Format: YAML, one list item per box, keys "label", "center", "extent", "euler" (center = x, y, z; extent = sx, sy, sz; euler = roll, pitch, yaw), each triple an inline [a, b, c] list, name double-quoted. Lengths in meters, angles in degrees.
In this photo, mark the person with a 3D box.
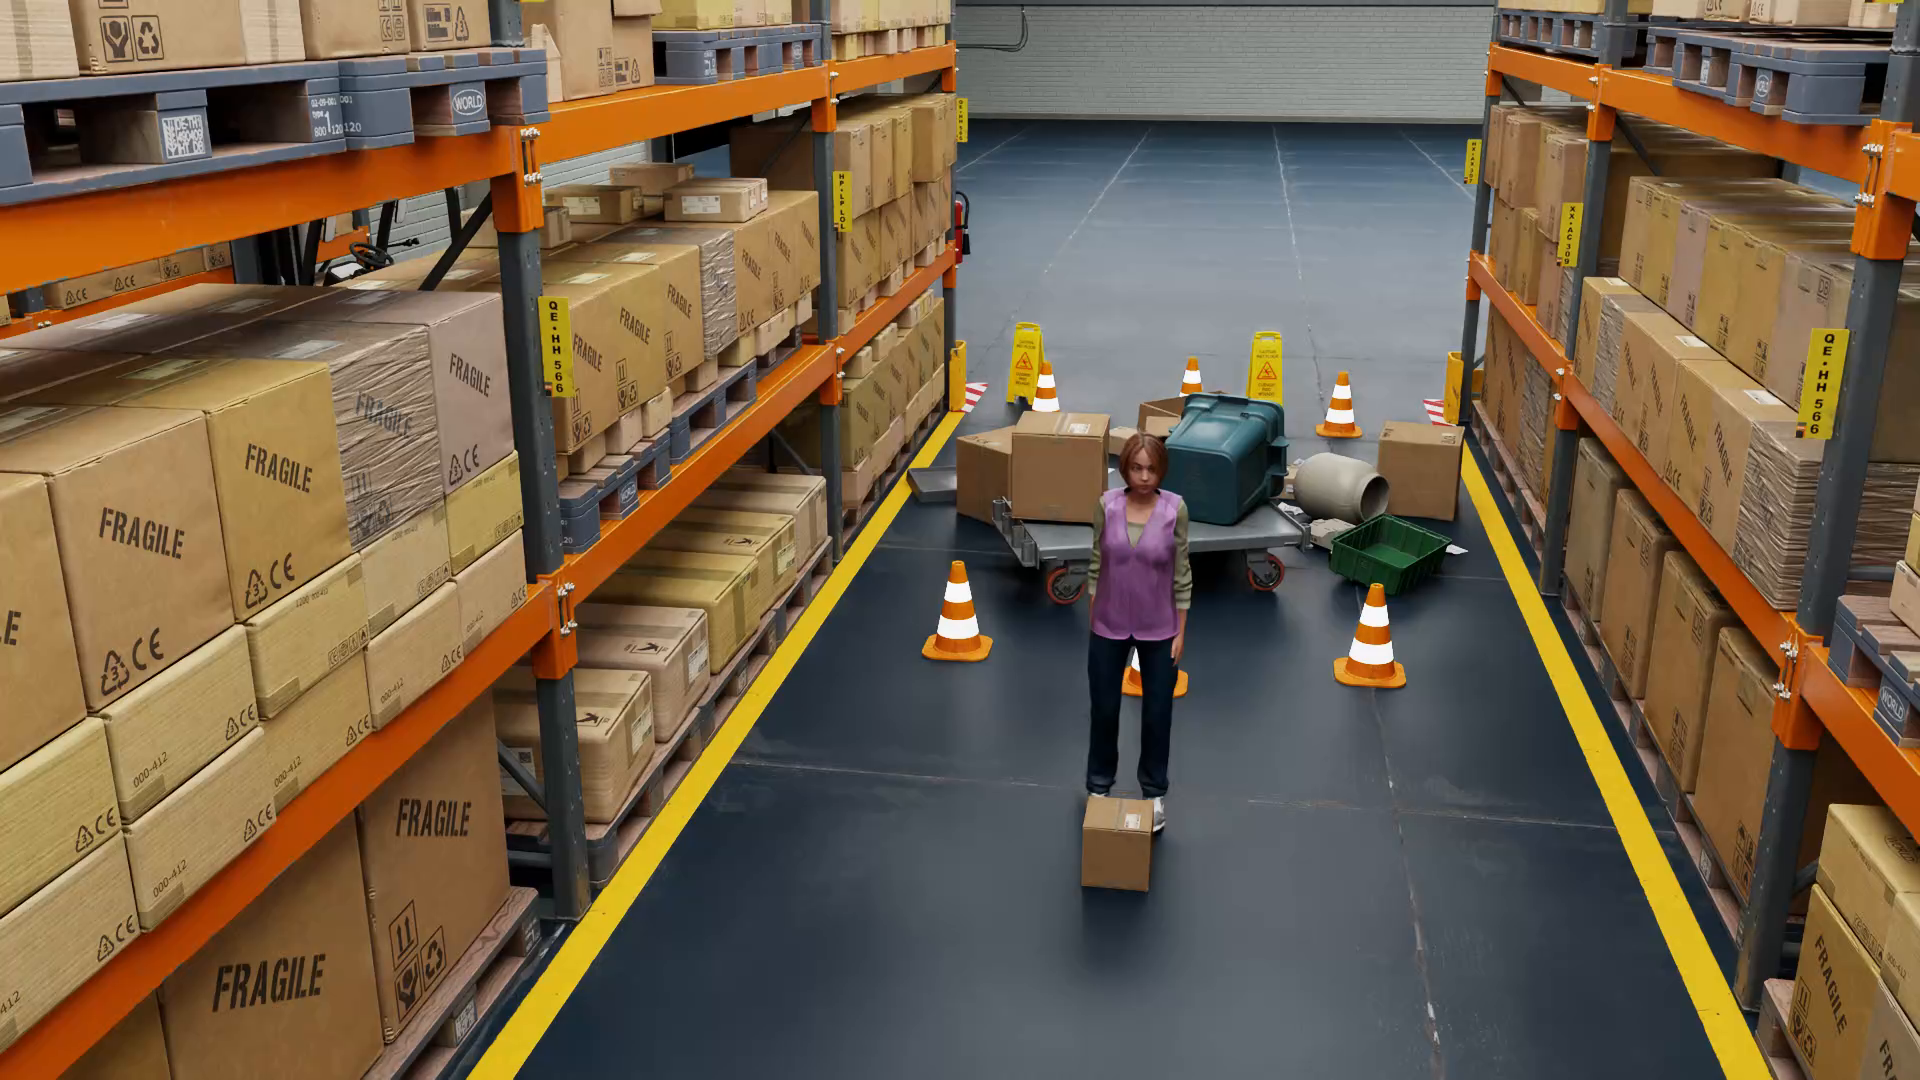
- label: "person"
  center: [0.695, 0.369, 6.489]
  extent: [0.406, 1.621, 0.320]
  euler: [3, 18, 10]
